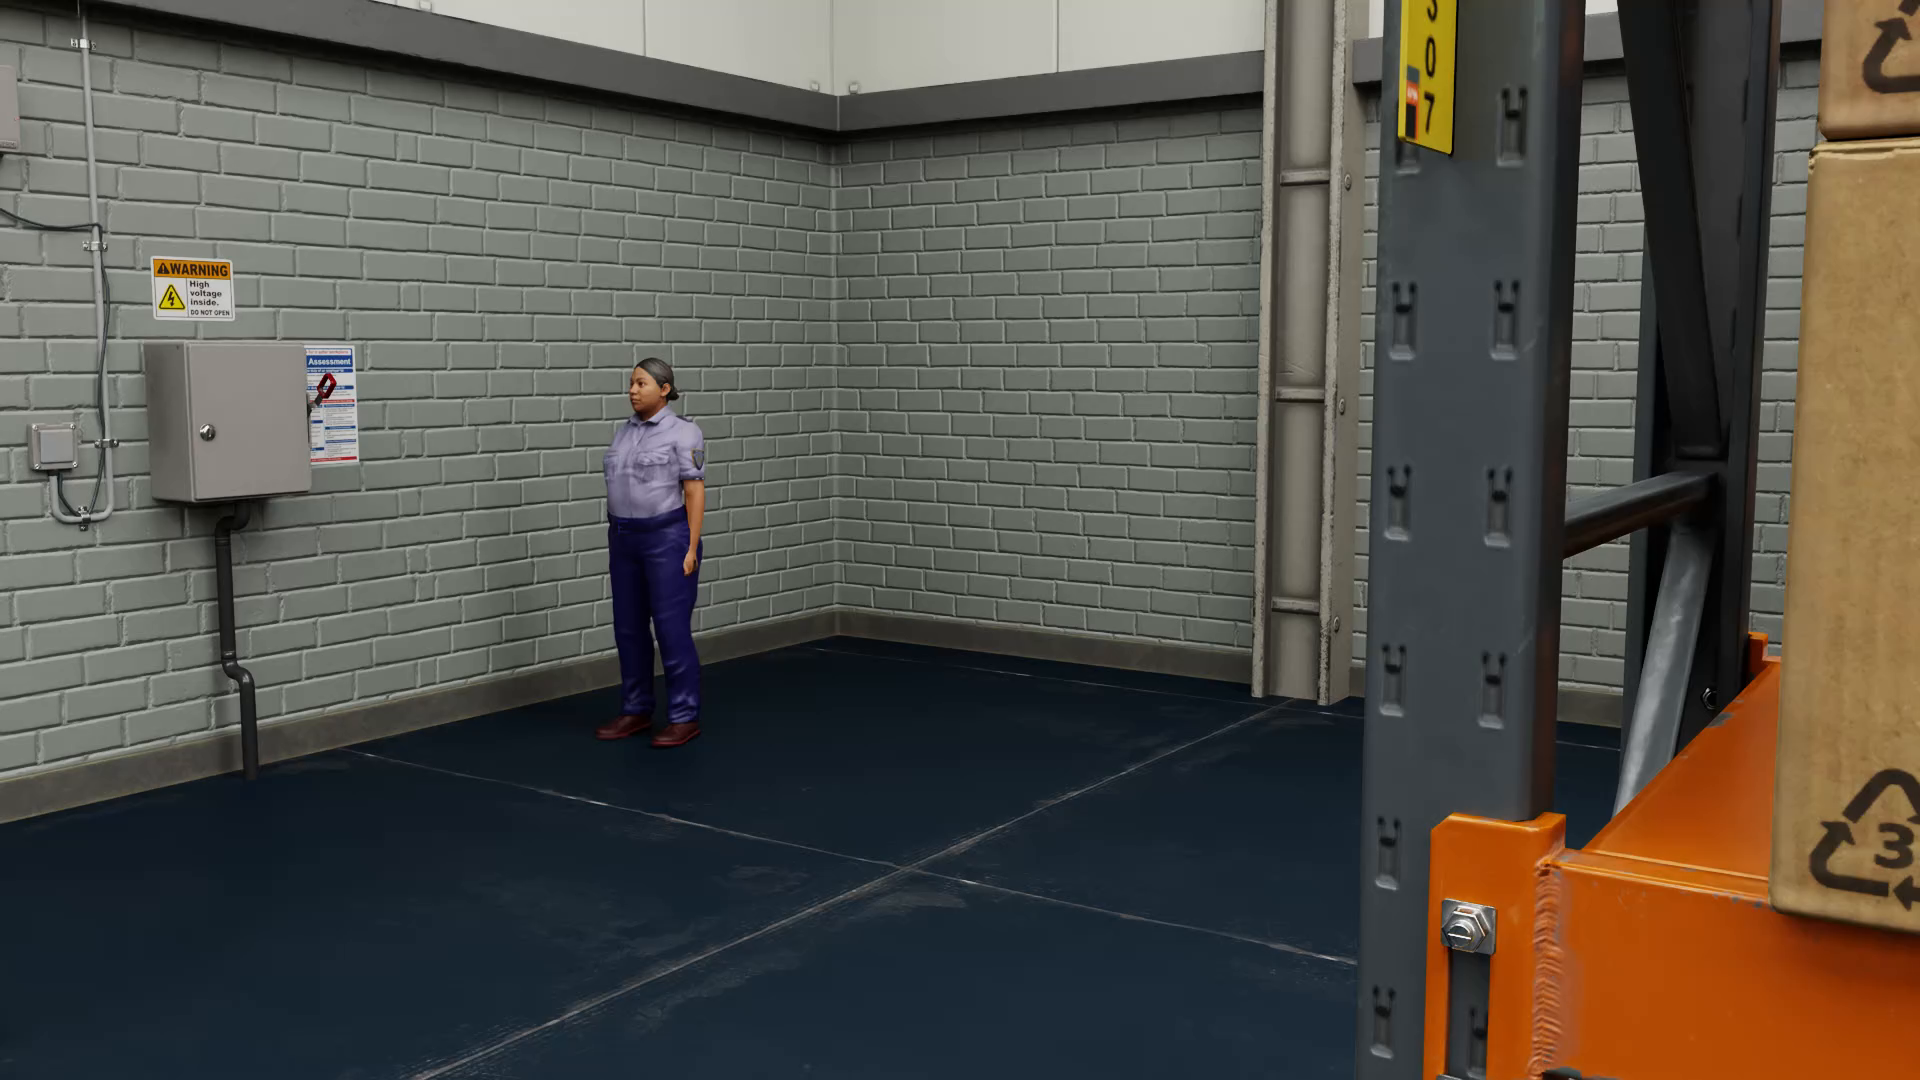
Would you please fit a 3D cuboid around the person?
[{"bbox_3d":[-1.330,0.046,7.172,0.471,1.656,0.344,4,7,30],"label":"person"}]
